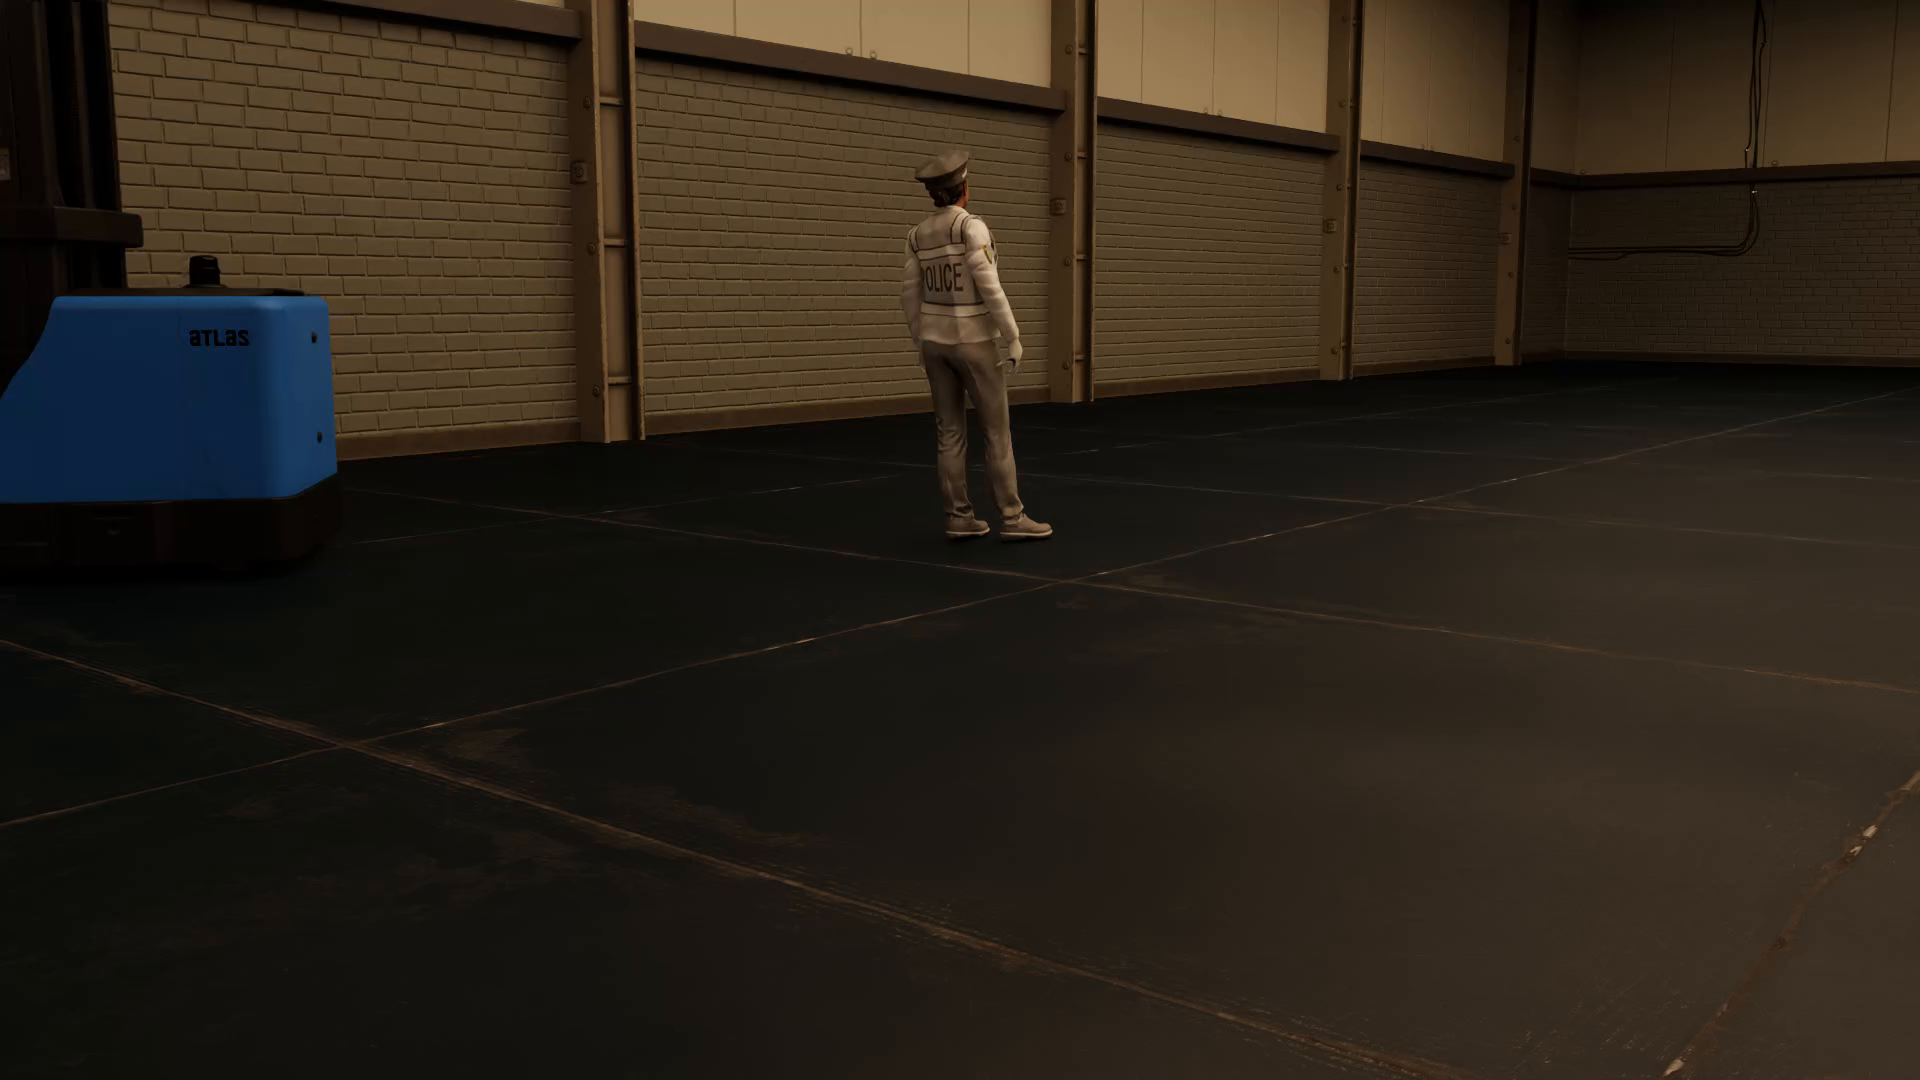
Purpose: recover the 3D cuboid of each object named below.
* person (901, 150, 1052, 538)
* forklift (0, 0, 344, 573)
[{"bbox_3d":[0.049,-0.852,7.329,0.586,1.694,0.531,7,11,38],"label":"person"},{"bbox_3d":[-4.125,-1.338,6.424,3.031,2.935,1.130,-1,8,-10],"label":"forklift"}]
